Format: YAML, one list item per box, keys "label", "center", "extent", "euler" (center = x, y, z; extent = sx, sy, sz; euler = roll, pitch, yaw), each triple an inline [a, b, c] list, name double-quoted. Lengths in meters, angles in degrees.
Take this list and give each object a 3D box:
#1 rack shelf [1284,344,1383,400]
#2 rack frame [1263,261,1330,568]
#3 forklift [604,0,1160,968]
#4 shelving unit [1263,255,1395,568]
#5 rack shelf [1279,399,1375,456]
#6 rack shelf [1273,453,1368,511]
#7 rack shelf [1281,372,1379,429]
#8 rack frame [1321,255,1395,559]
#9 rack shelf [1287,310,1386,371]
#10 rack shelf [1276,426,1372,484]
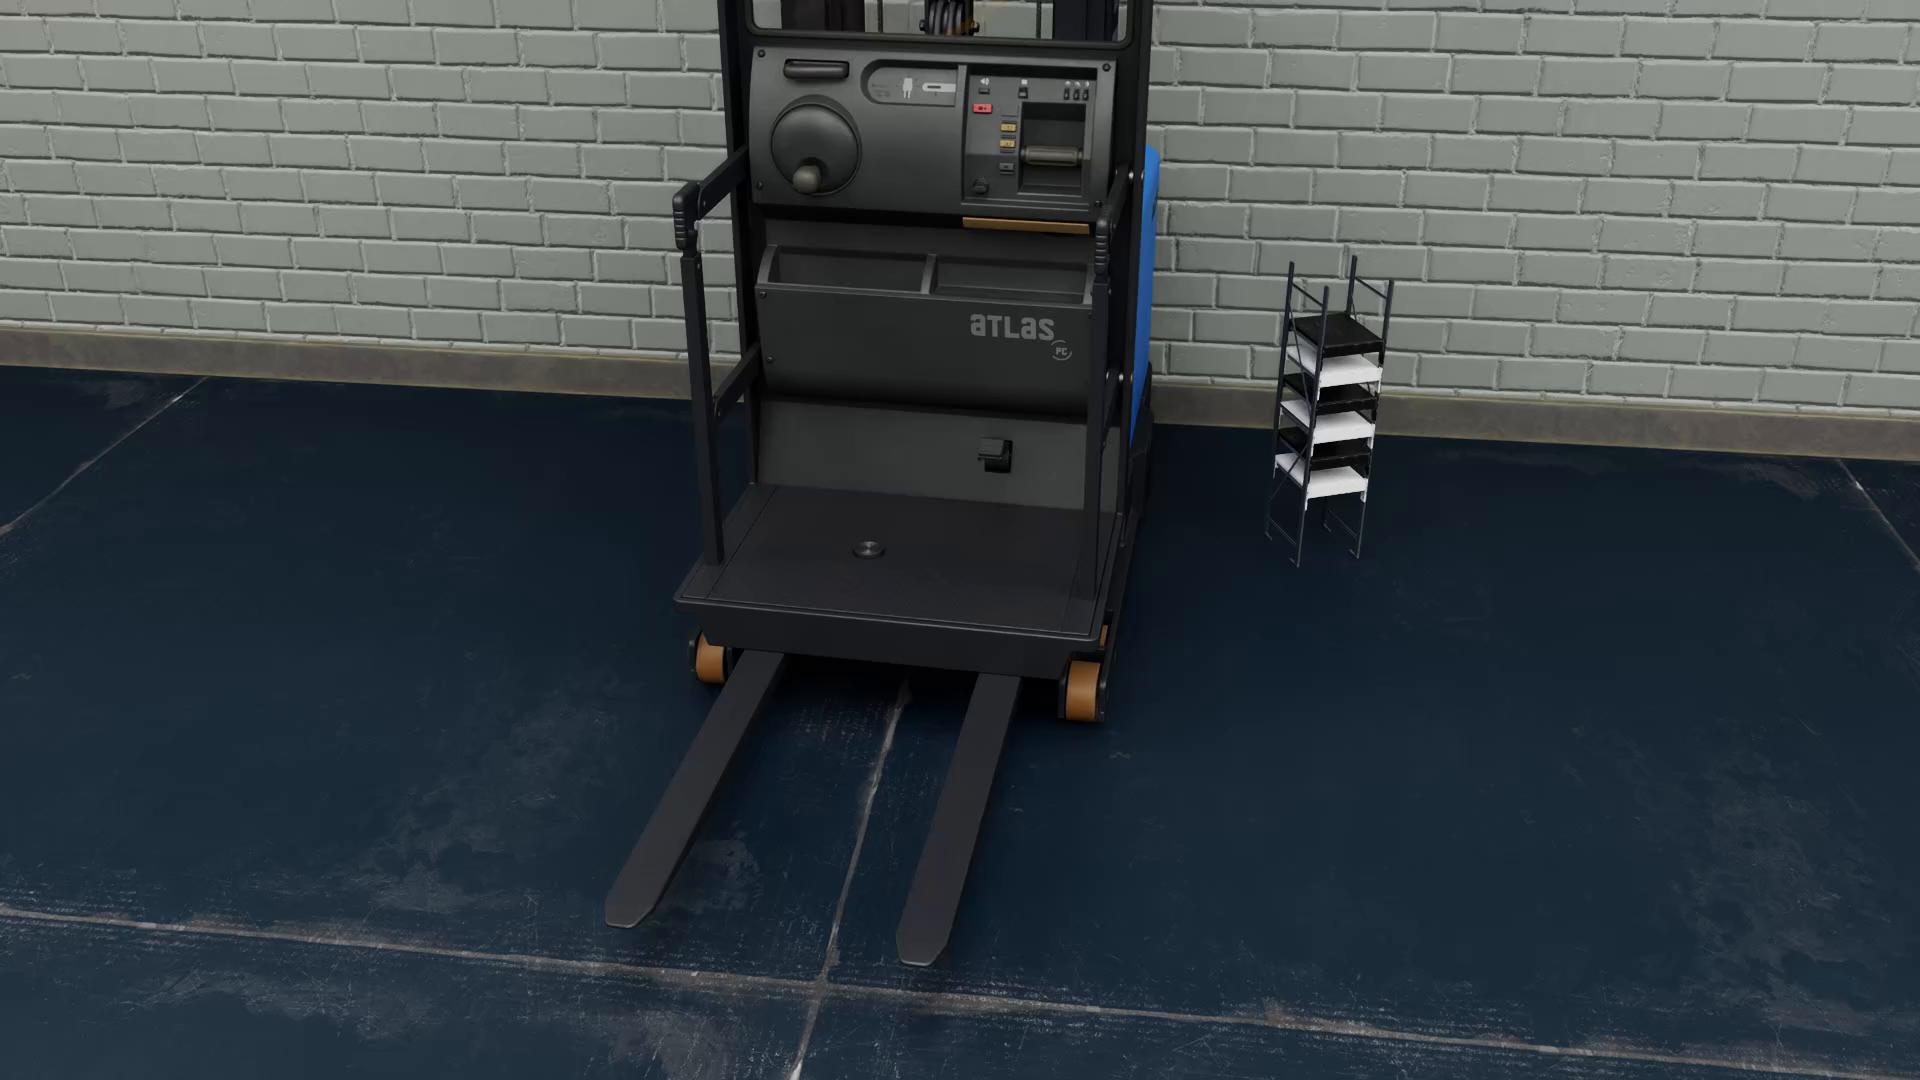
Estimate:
- label: "rack shelf"
  center: [1.099, -0.509, 4.936]
  extent: [0.200, 0.077, 0.258]
  euler: [-8, 29, -14]
- label: "rack frame"
  center: [1.001, -0.366, 4.981]
  extent: [0.006, 0.900, 0.240]
  euler: [-8, 29, -14]
- label: "forklift"
  center: [-0.113, -0.998, 4.013]
  extent: [1.130, 2.935, 3.031]
  euler: [5, 29, 9]
- label: "shelving unit"
  center: [1.099, -0.380, 5.006]
  extent: [0.210, 0.900, 0.258]
  euler: [-8, 29, -14]
- label: "rack shelf"
  center: [1.099, -0.350, 5.022]
  extent: [0.200, 0.077, 0.258]
  euler: [-8, 29, -14]
- label: "rack shelf"
  center: [1.099, -0.192, 5.107]
  extent: [0.200, 0.077, 0.258]
  euler: [-8, 29, -14]
- label: "rack shelf"
  center: [1.099, -0.429, 4.979]
  extent: [0.200, 0.077, 0.258]
  euler: [-8, 29, -14]
- label: "rack frame"
  center: [1.197, -0.393, 5.031]
  extent: [0.006, 0.900, 0.240]
  euler: [-8, 29, -14]
- label: "rack shelf"
  center: [1.099, -0.588, 4.893]
  extent: [0.200, 0.077, 0.258]
  euler: [-8, 29, -14]
- label: "rack shelf"
  center: [1.099, -0.271, 5.064]
  extent: [0.200, 0.077, 0.258]
  euler: [-8, 29, -14]
